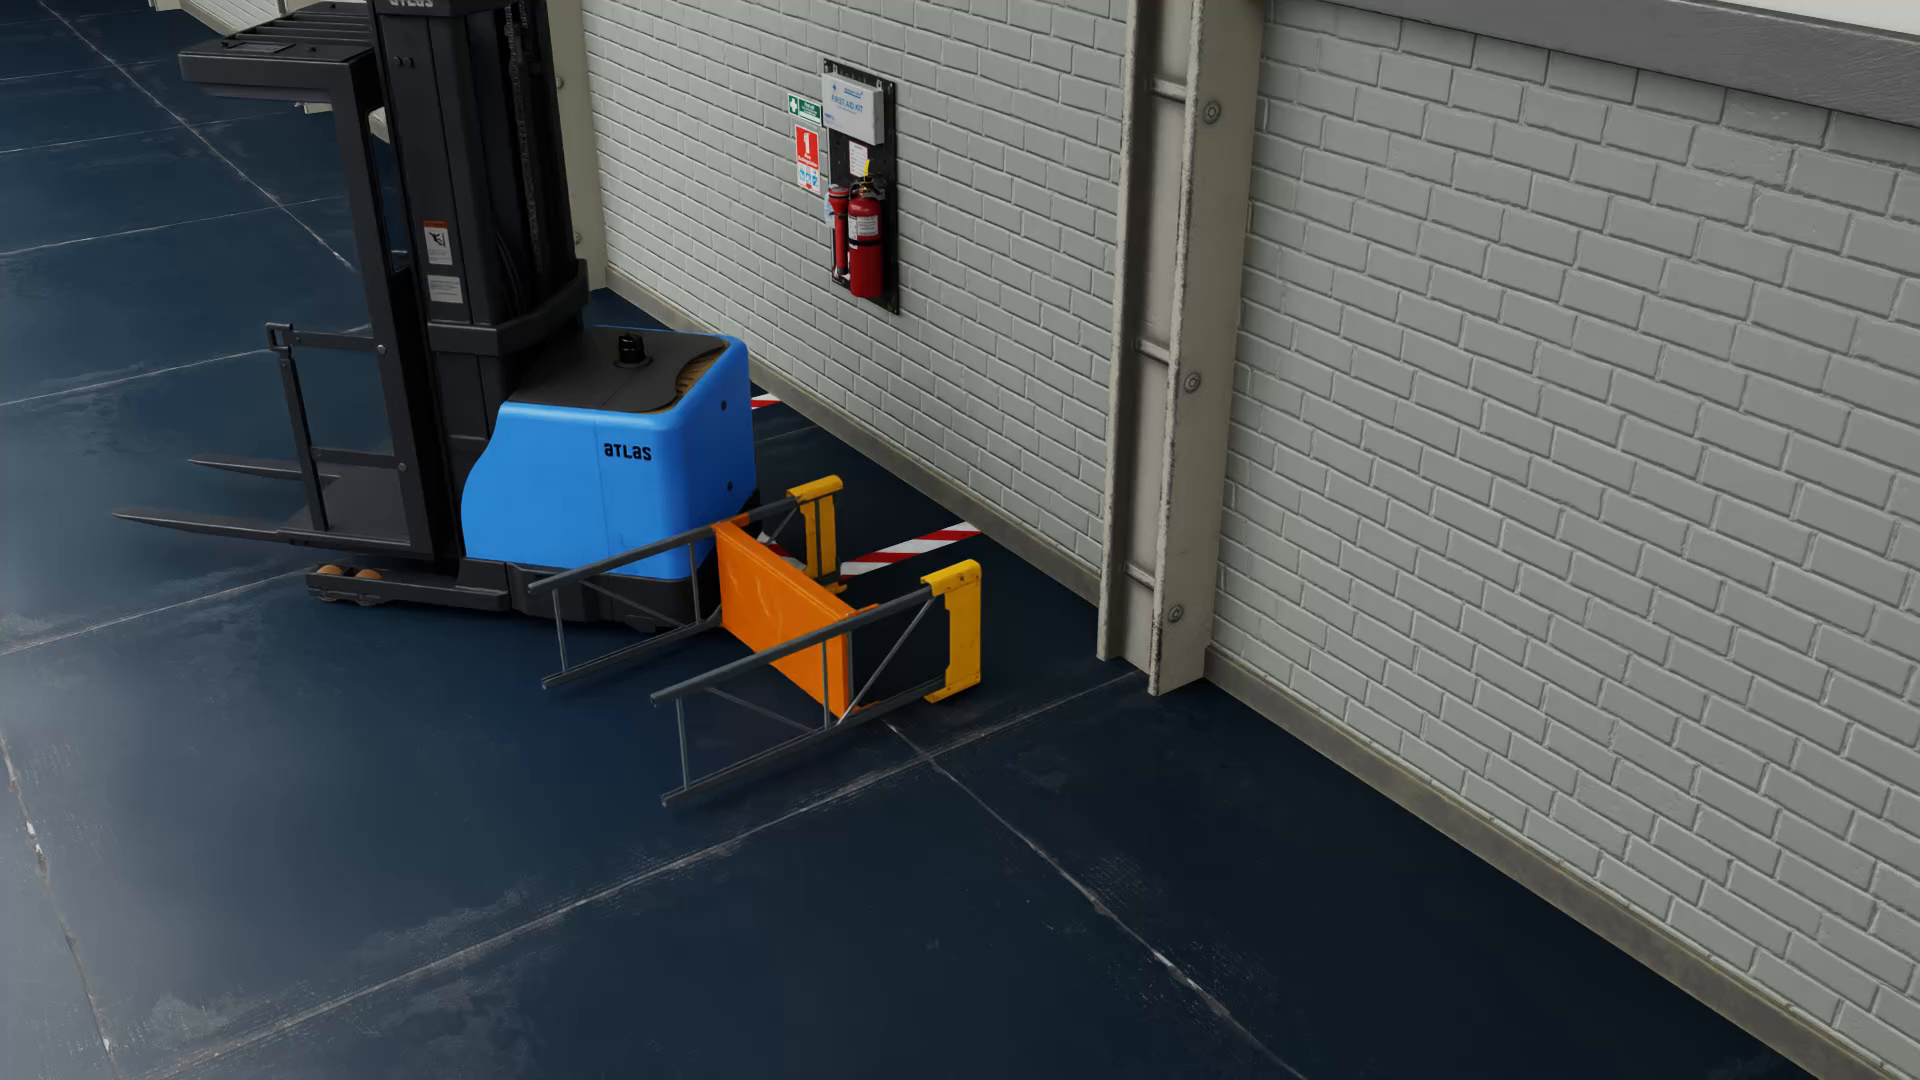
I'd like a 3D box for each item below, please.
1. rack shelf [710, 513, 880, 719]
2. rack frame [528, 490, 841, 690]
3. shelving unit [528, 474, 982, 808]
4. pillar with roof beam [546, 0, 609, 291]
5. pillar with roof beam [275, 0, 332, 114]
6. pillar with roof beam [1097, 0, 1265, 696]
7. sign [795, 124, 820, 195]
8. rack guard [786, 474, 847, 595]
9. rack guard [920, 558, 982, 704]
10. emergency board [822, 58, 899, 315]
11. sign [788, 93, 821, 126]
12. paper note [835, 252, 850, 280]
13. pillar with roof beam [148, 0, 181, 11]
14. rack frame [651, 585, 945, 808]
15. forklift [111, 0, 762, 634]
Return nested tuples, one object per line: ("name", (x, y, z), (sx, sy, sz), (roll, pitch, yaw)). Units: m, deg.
("rack shelf", (-0.700, 0.321, 7.016), (0.185, 0.538, 1.000), (-21, 35, -33))
("rack frame", (-1.156, 0.184, 7.269), (1.500, 0.500, 0.032), (-21, 35, -33))
("shelving unit", (-0.836, 0.378, 6.912), (1.500, 0.587, 1.083), (-21, 35, -33))
("pillar with roof beam", (-6.150, -4.552, 7.202), (9.100, 9.000, 0.400), (-19, 34, -31))
("pillar with roof beam", (-9.631, -6.884, 11.497), (9.100, 9.000, 0.400), (-19, 34, -31))
("pillar with roof beam", (-2.670, -2.219, 2.907), (9.100, 9.000, 0.400), (-19, 34, -31))
("sign", (-0.802, -2.005, 8.762), (0.001, 0.329, 0.234), (-19, 34, -31))
("rack guard", (-0.653, 0.007, 7.595), (0.250, 0.587, 0.087), (-21, 35, -33))
("rack guard", (-0.037, 0.380, 6.907), (0.250, 0.587, 0.087), (-21, 35, -33))
("emergency board", (-0.566, -1.746, 8.322), (0.194, 1.169, 0.643), (-19, 34, -31))
("sign", (-0.807, -2.234, 8.627), (0.001, 0.109, 0.331), (-19, 34, -31))
("paper note", (-0.612, -1.447, 8.694), (0.016, 0.148, 0.142), (-19, 34, -31))
("pillar with roof beam", (-13.111, -9.217, 15.792), (9.100, 9.000, 0.400), (-19, 34, -31))
("rack frame", (-0.527, 0.565, 6.567), (1.500, 0.500, 0.032), (-21, 35, -33))
("forklift", (-2.545, -1.221, 7.427), (3.031, 2.935, 1.130), (6, 29, 11))
